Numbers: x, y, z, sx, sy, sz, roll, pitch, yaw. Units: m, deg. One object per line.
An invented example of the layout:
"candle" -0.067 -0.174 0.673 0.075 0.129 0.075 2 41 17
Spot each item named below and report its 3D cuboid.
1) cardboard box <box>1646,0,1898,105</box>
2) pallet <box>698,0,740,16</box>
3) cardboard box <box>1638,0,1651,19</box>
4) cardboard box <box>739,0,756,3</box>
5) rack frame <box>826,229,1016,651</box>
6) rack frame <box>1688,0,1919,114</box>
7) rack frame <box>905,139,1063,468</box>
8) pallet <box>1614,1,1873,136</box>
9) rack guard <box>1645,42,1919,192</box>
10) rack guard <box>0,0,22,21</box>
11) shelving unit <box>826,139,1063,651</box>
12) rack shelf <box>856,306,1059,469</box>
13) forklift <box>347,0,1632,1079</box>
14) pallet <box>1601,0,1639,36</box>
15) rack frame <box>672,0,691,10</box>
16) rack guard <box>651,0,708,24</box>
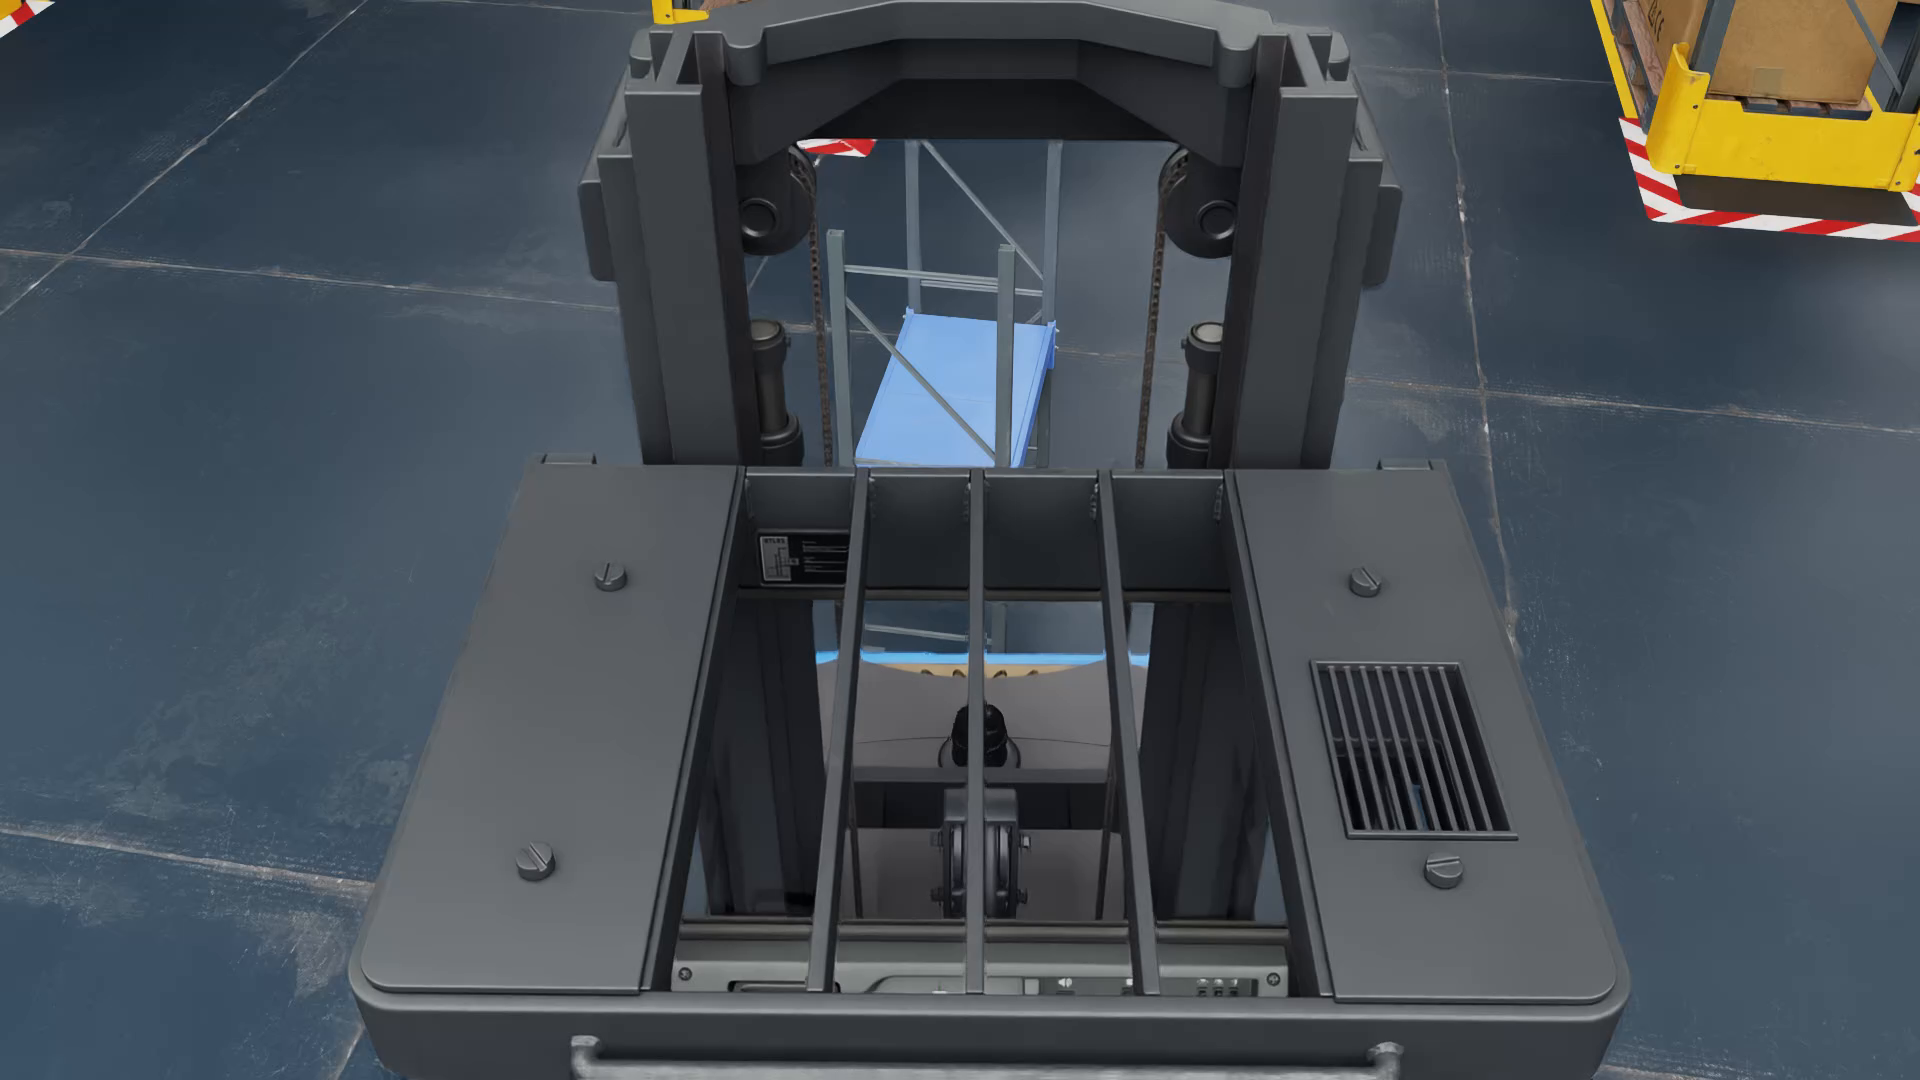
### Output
"cardboard box" 3.934 -2.725 8.029 0.875 0.875 0.875 7 40 8
"pallet" -0.797 -3.038 9.259 1.003 0.211 1.213 6 40 8
"cardboard box" 4.085 -3.277 8.697 0.875 0.875 0.875 6 40 7
"cardboard box" -0.861 -3.148 8.835 0.500 0.500 0.500 14 41 16
"rack frame" -0.103 -0.205 4.821 0.500 1.500 0.032 6 40 8
"rack frame" 3.882 -2.949 6.962 1.000 3.000 0.127 6 40 8
"rack frame" 0.073 -0.844 5.593 0.500 1.500 0.032 6 40 8
"pallet" 3.944 -2.384 8.468 1.003 0.211 1.213 6 40 8
"rack guard" 3.878 -1.970 7.741 1.175 0.500 0.348 6 40 8
"rack guard" -5.897 -3.195 9.222 1.175 0.500 0.348 6 40 8
"shelving unit" -0.015 -0.524 5.207 0.538 1.500 1.048 6 40 8
"rack shelf" -0.015 -0.386 5.322 0.538 0.185 1.000 6 40 8
"forklift" 0.028 0.886 2.378 1.130 2.935 3.031 0 40 0
"pallet" 4.157 -3.148 9.392 1.003 0.211 1.213 6 40 8
"rack frame" -0.985 -3.559 7.701 1.000 3.000 0.127 6 40 8
"rack guard" -0.972 -2.643 8.555 1.175 0.500 0.348 6 40 8
